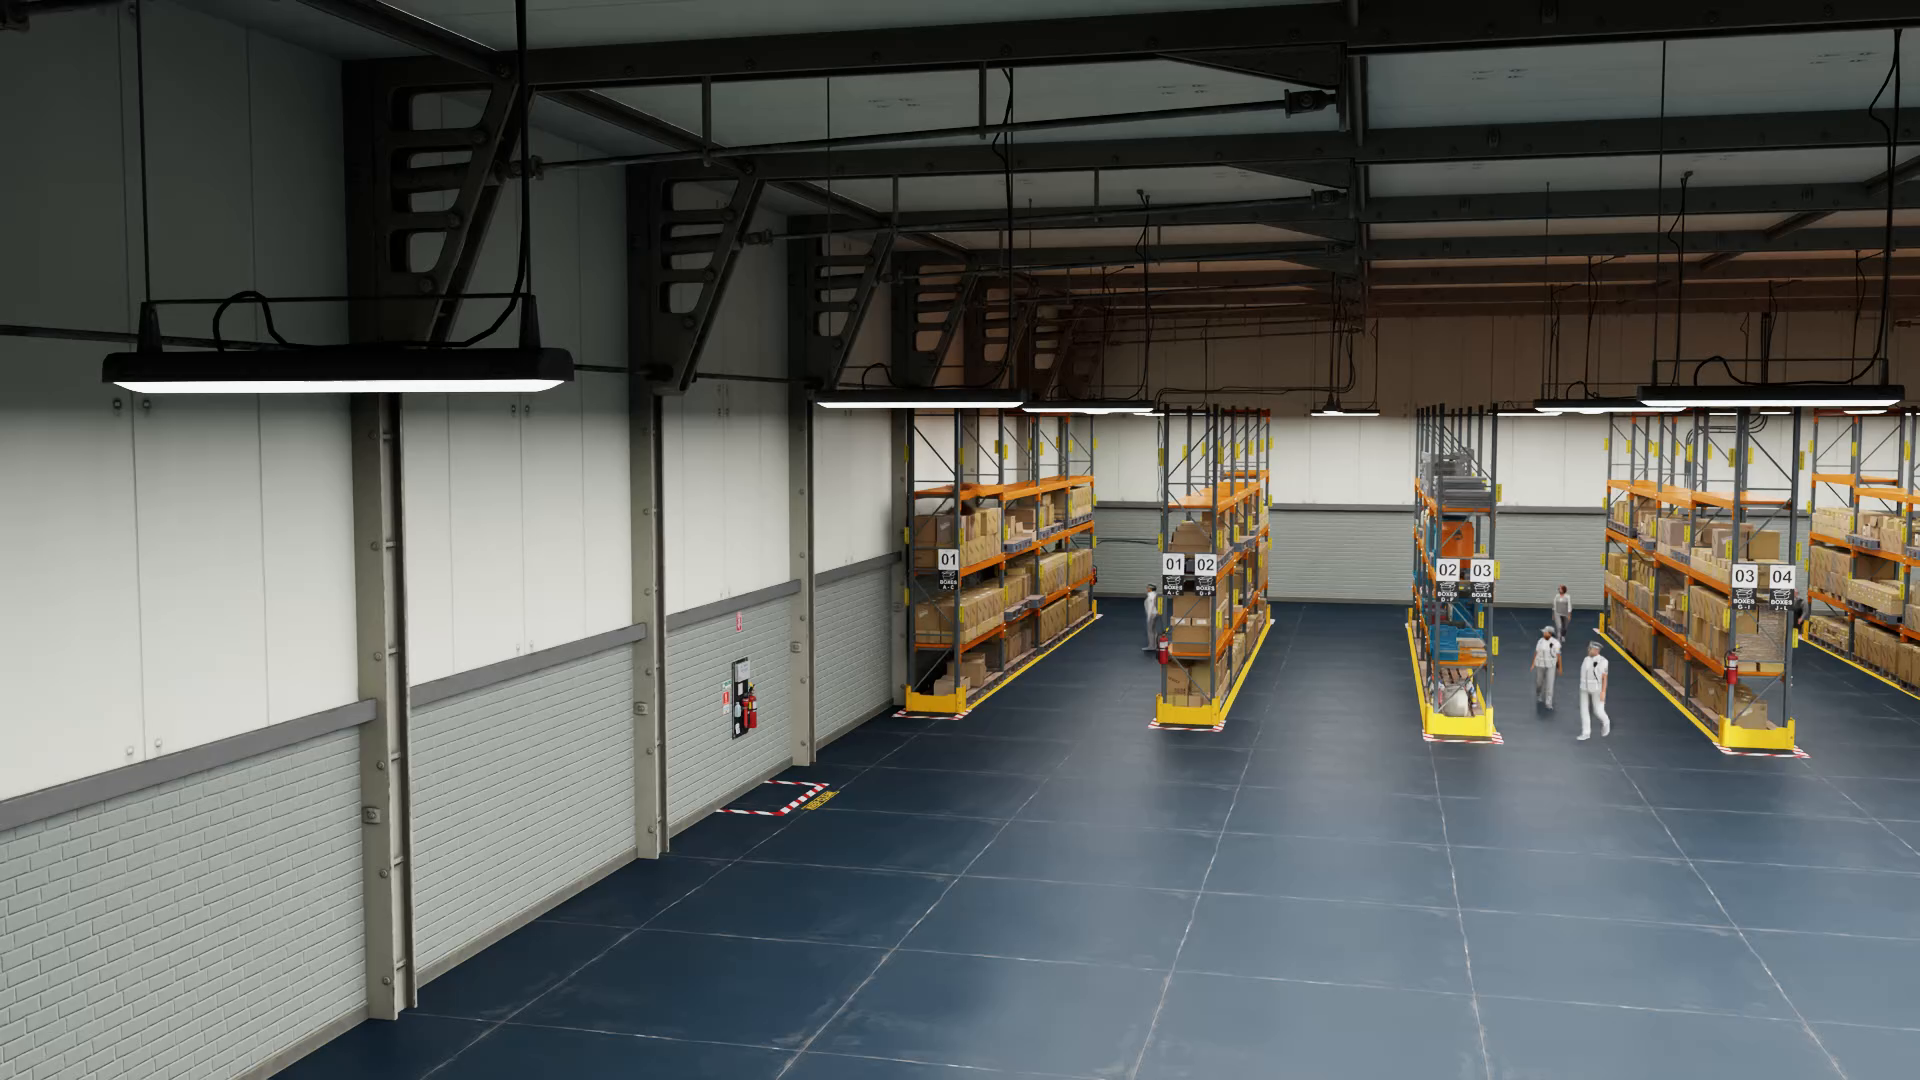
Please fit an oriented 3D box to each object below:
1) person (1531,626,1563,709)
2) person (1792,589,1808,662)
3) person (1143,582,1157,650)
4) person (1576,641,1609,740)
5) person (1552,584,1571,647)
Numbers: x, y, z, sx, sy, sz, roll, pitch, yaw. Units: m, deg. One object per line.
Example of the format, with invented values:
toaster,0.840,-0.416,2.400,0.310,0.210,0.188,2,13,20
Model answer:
person,11.658,2.511,33.035,0.609,1.624,0.953,1,4,19
person,19.885,2.016,39.623,0.508,1.726,0.940,1,4,15
person,4.710,1.885,41.137,0.345,1.670,0.552,1,4,15
person,11.309,2.668,29.644,0.507,1.765,0.691,4,6,44
person,15.132,1.902,41.838,0.431,1.527,0.796,1,4,10
